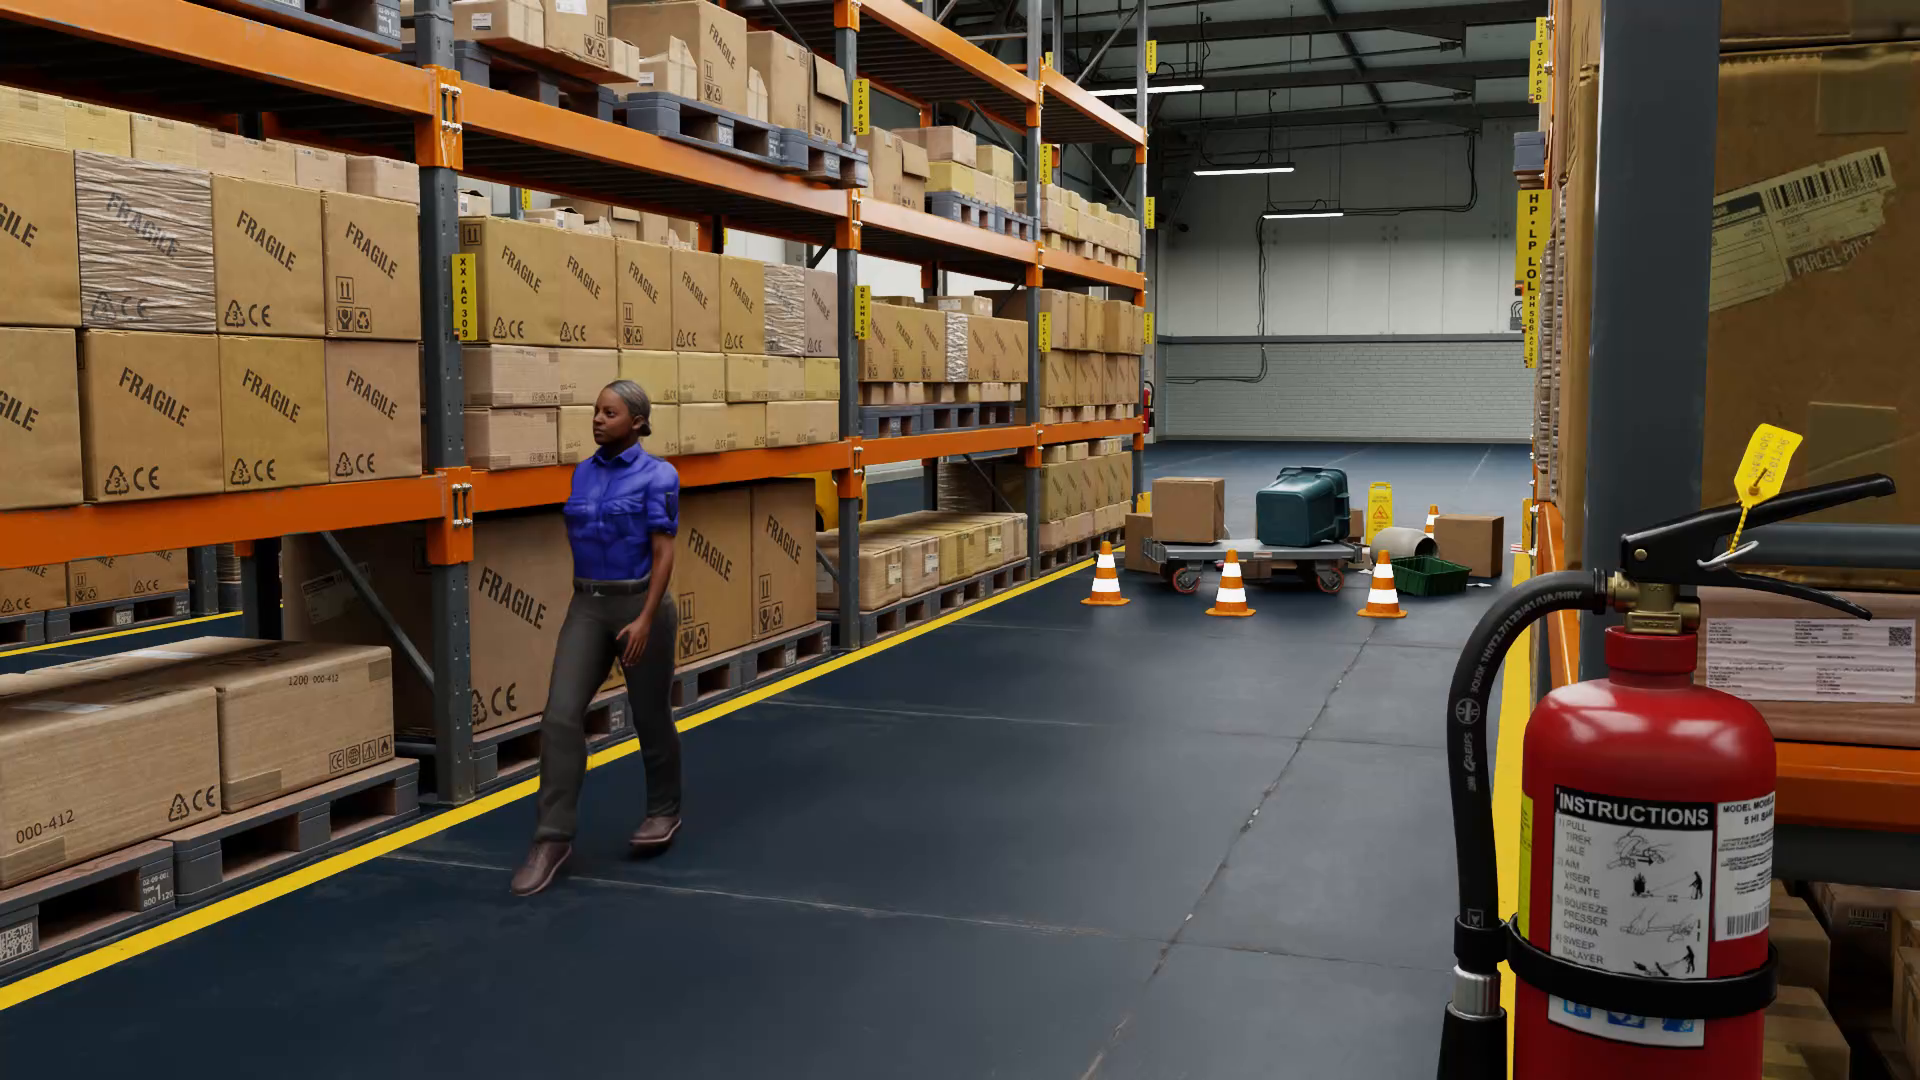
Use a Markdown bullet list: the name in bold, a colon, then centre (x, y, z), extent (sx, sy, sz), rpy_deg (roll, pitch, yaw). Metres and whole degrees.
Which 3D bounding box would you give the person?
- **person**: centre (-1.175, 0.301, 5.610), extent (0.445, 1.676, 0.777), rpy_deg (2, 6, 19)
